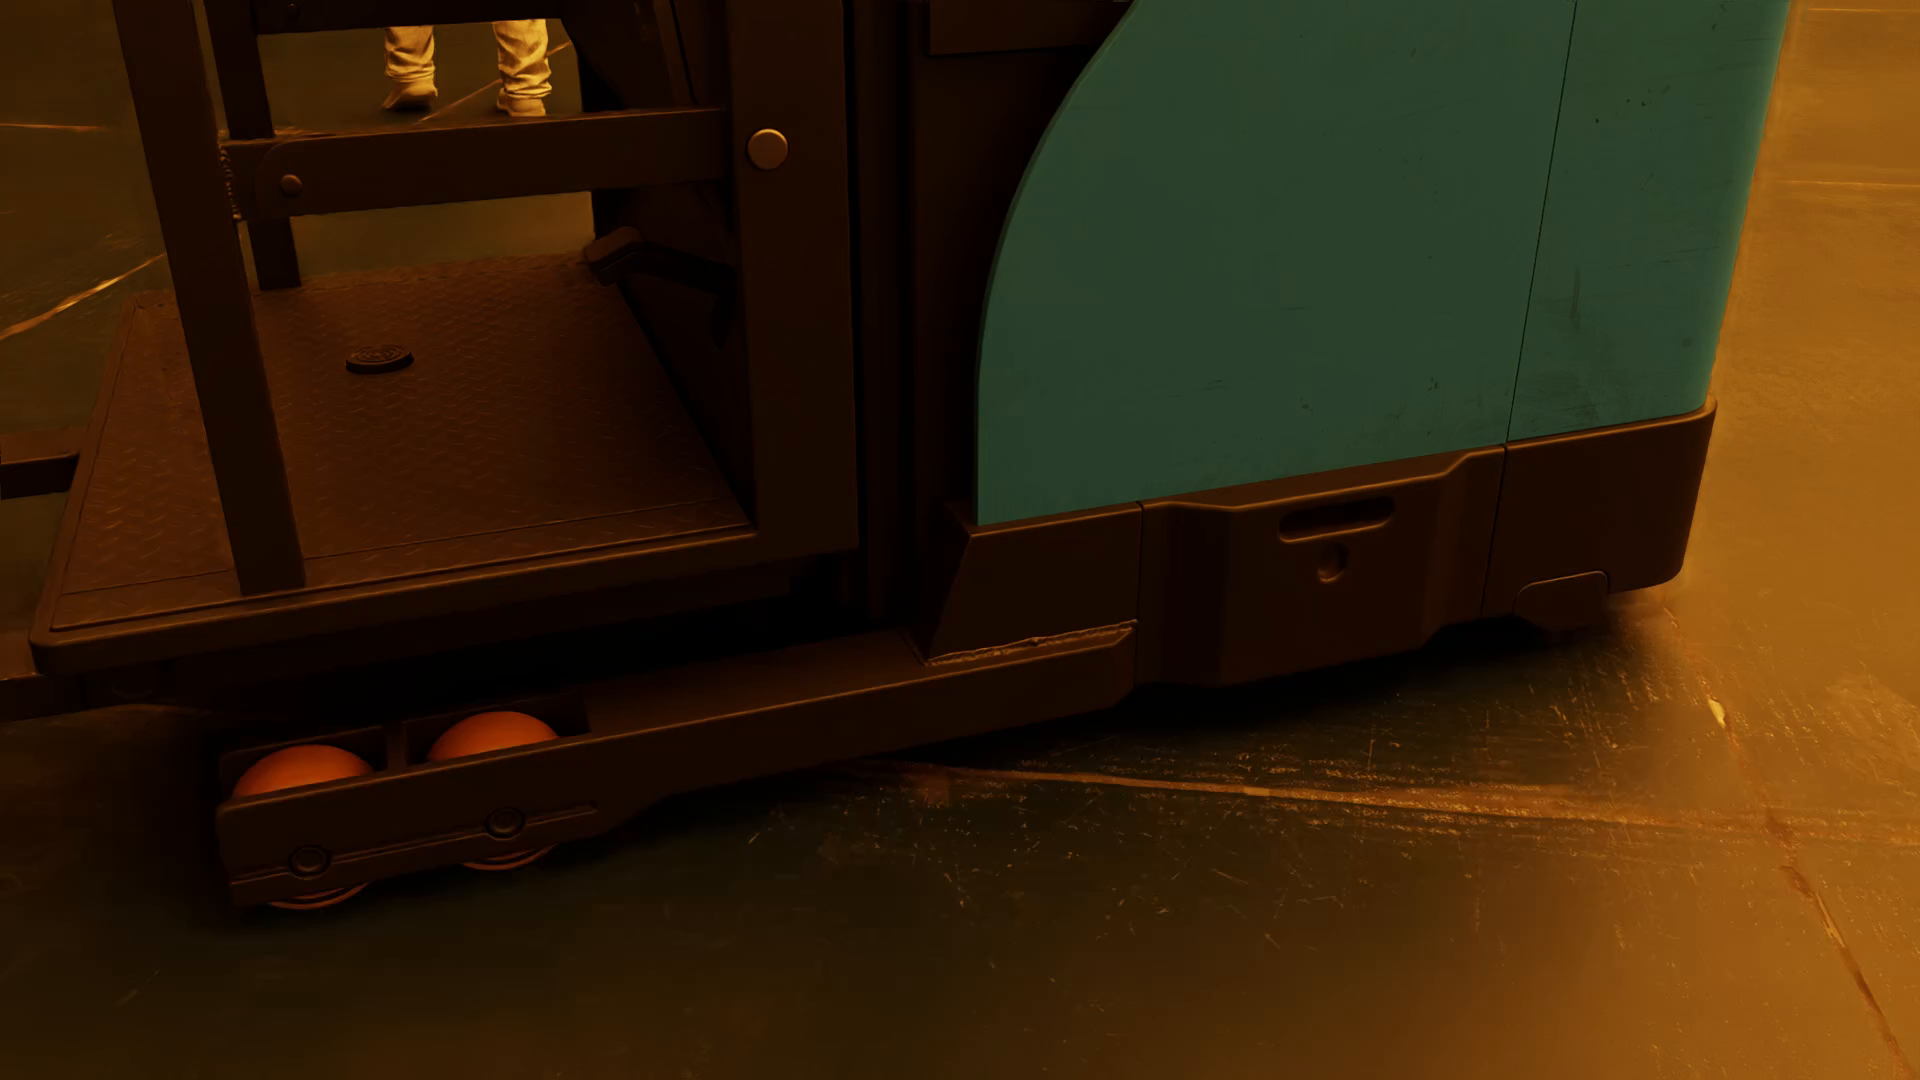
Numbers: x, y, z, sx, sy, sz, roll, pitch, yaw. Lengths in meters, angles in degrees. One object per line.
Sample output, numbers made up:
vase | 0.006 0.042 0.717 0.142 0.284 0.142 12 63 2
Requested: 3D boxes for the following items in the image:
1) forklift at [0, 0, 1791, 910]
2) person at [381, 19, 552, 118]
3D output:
forklift | -0.580 -1.194 1.610 3.031 2.935 1.130 -9 28 -18
person | -1.482 -2.115 4.835 0.654 1.824 0.530 -11 29 -21
